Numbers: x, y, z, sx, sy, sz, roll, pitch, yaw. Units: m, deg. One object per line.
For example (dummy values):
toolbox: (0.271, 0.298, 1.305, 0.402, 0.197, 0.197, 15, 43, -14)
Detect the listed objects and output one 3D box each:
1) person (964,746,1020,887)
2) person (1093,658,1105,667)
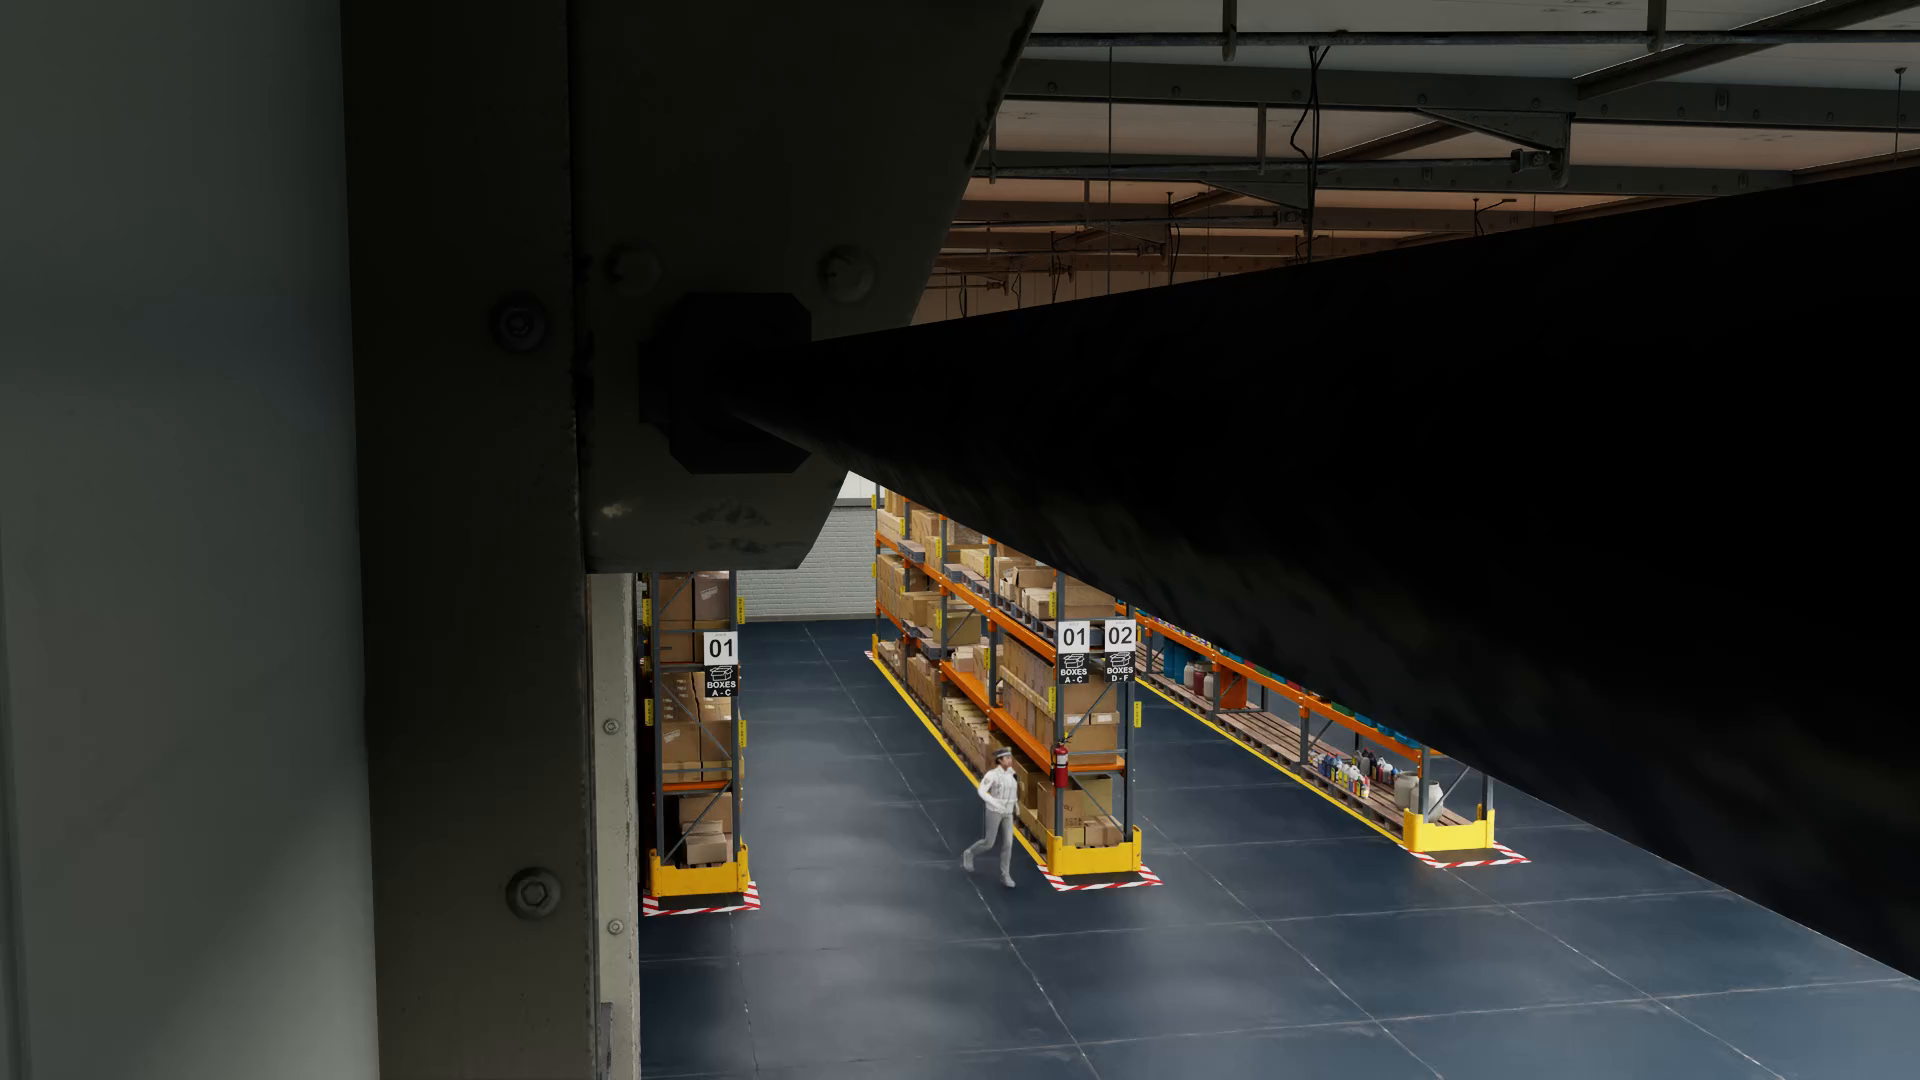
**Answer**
person: (0.533, 3.383, 20.632, 0.674, 1.651, 0.853, -5, 7, -37)
person: (2.451, 2.328, 30.345, 0.672, 1.755, 0.953, -2, 6, -20)
